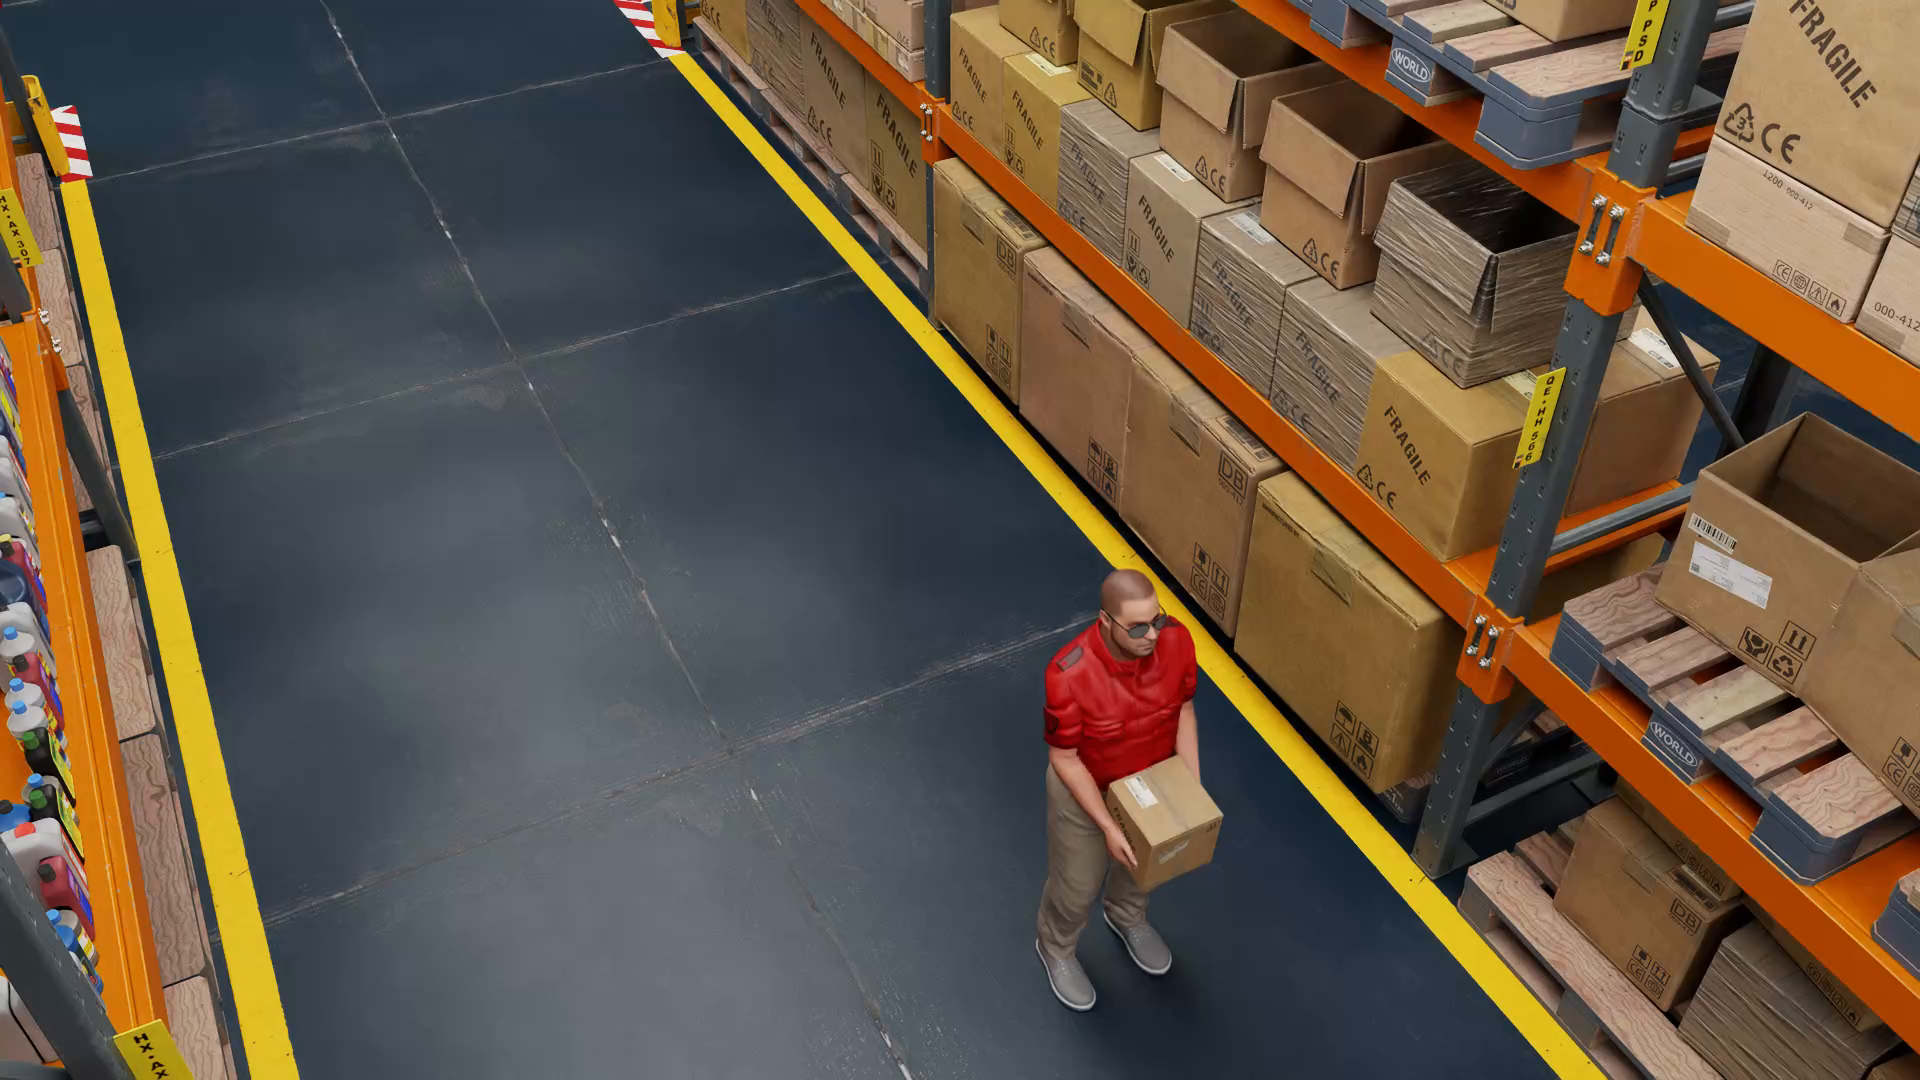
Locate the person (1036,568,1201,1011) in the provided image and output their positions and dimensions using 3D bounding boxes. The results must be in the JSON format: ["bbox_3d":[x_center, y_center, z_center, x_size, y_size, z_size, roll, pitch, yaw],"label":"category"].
[{"bbox_3d":[0.529,0.822,5.221,0.521,1.729,0.517,-19,45,-21],"label":"person"}]
